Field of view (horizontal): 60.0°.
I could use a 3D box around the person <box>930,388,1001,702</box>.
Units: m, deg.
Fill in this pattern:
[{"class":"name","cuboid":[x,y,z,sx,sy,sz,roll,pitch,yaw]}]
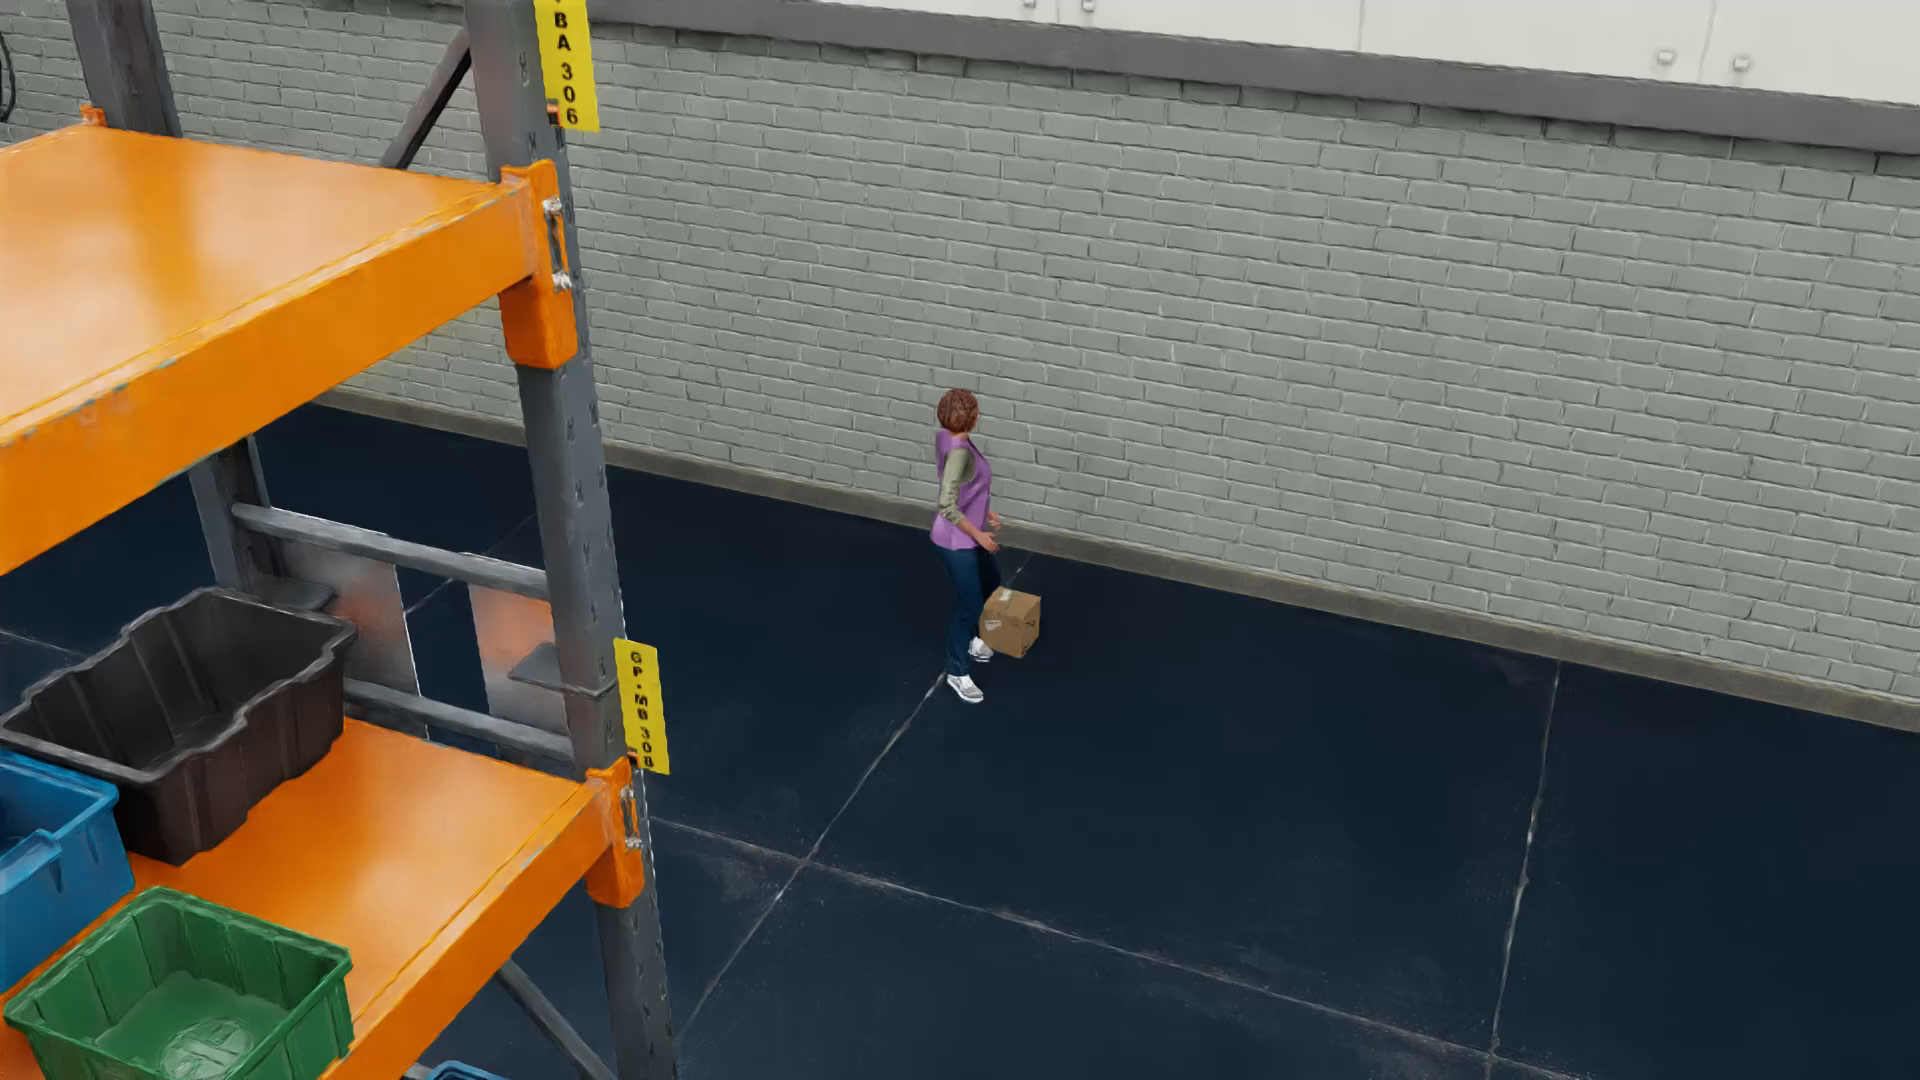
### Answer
[{"class":"person","cuboid":[0.025,0.016,8.415,0.360,1.589,0.600,3,30,5]}]
